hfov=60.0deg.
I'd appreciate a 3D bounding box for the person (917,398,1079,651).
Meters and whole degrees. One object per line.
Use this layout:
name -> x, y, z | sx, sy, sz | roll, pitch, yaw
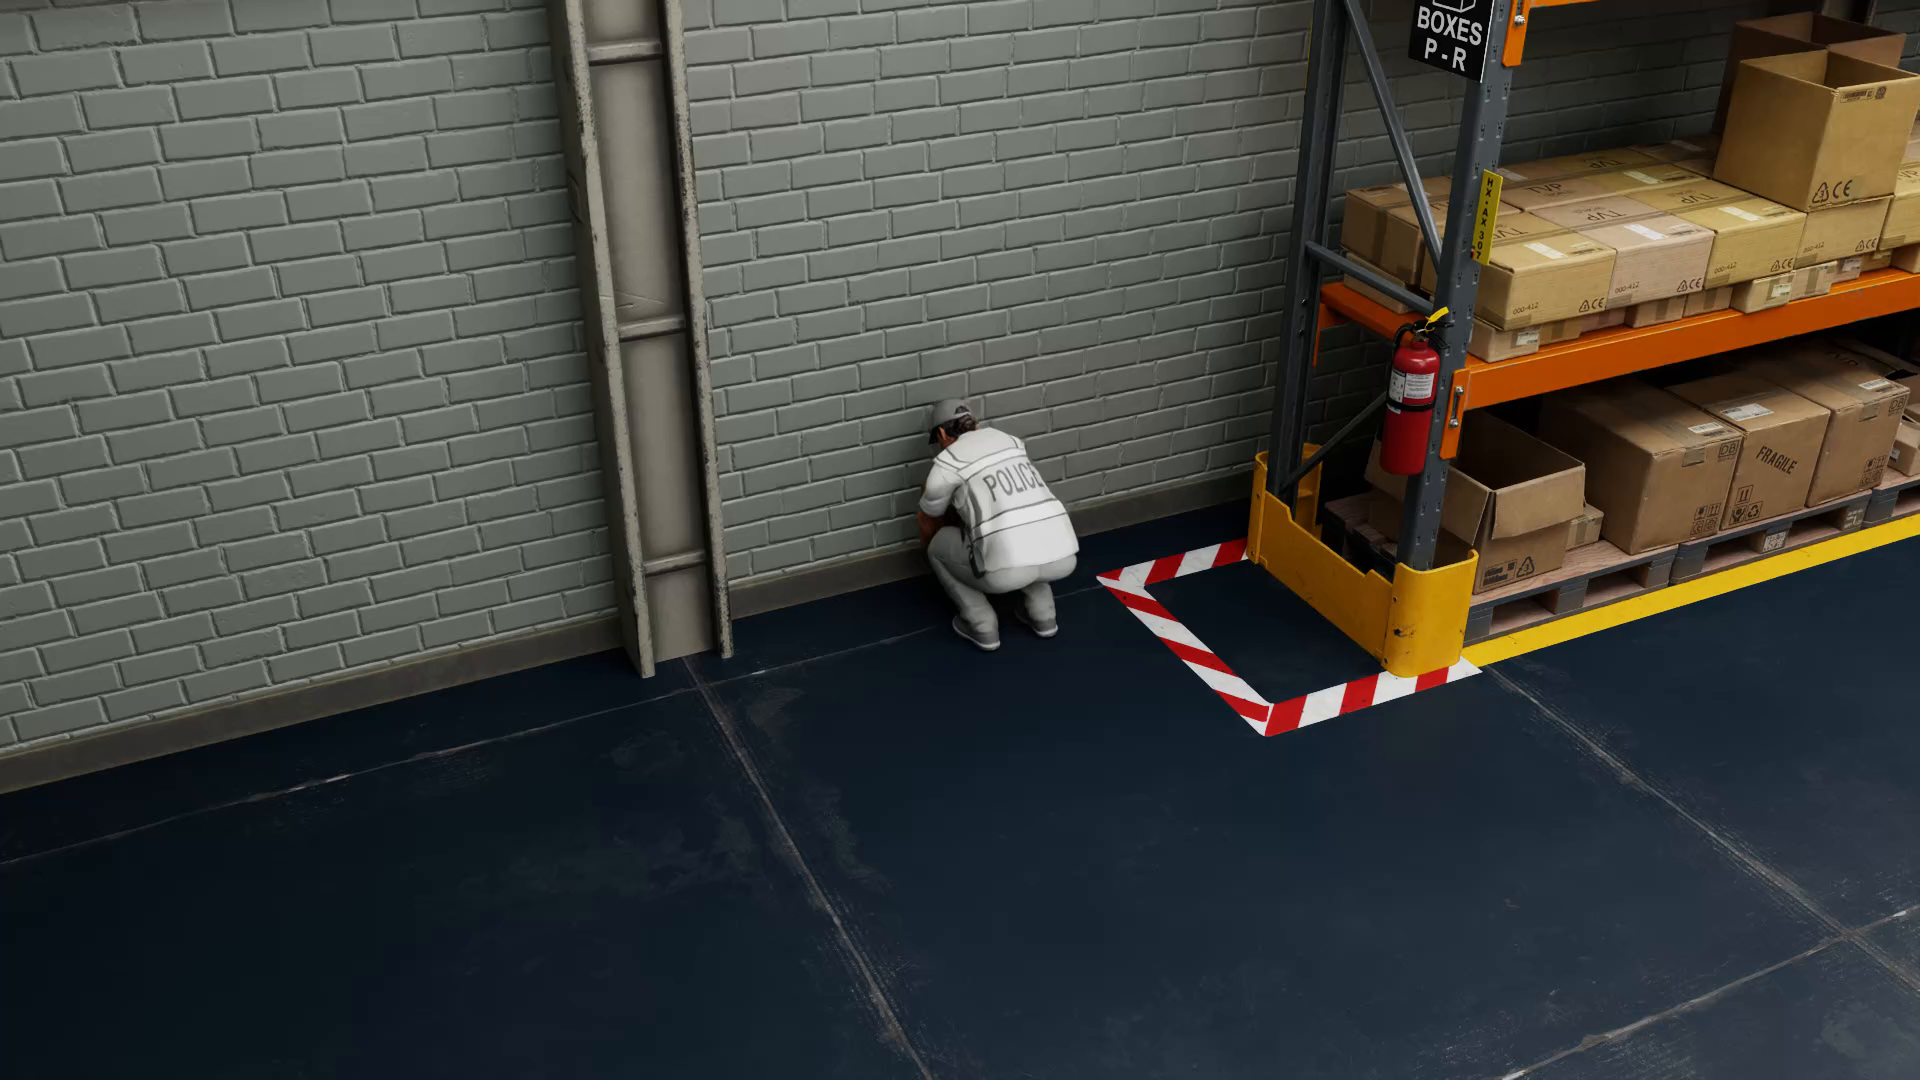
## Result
person -> 0.138, -0.063, 6.993 | 0.525, 0.928, 0.857 | -13, 32, -22
